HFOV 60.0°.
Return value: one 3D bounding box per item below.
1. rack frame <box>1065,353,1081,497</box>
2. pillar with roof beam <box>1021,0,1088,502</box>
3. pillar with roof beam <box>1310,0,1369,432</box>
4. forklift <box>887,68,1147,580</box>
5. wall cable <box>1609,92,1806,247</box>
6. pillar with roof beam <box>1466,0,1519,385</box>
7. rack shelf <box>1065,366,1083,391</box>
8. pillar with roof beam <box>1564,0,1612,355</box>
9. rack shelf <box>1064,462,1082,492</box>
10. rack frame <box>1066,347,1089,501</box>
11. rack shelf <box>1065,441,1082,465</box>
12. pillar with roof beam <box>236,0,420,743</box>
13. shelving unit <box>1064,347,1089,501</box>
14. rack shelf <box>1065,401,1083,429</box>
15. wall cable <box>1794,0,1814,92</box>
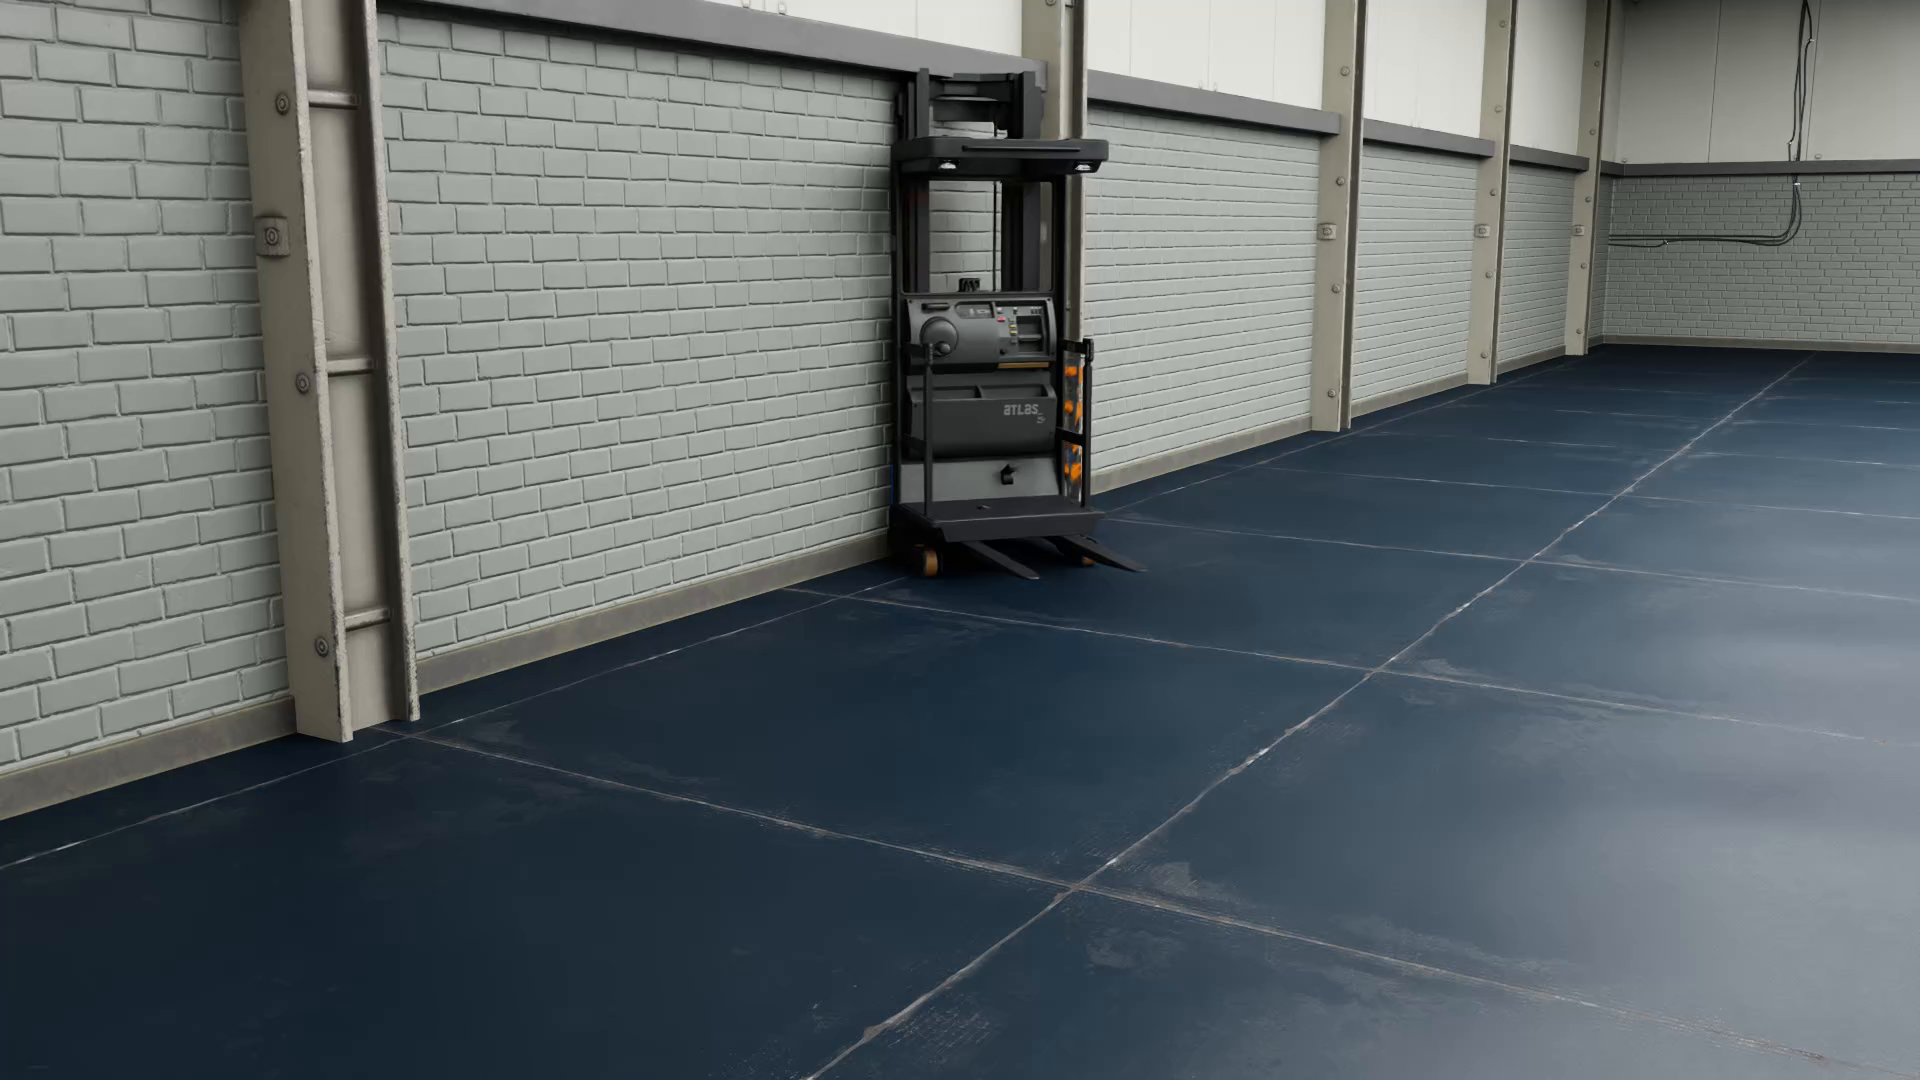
[{"bbox_3d":[0.633,-0.649,11.008,0.240,1.200,0.015,6,12,12],"label":"rack frame"},{"bbox_3d":[4.320,-4.199,8.841,9.100,9.000,0.400,6,12,31],"label":"pillar with roof beam"},{"bbox_3d":[7.435,-5.142,13.881,9.100,9.000,0.400,6,12,31],"label":"pillar with roof beam"},{"bbox_3d":[0.202,-1.305,9.873,1.130,2.935,3.031,-3,11,-18],"label":"forklift"},{"bbox_3d":[12.646,-6.251,28.245,3.097,2.526,0.112,6,12,31],"label":"wall cable"},{"bbox_3d":[10.550,-6.086,18.922,9.100,9.000,0.400,6,12,31],"label":"pillar with roof beam"},{"bbox_3d":[0.713,-1.079,11.158,0.258,0.148,0.480,6,12,12],"label":"rack shelf"},{"bbox_3d":[13.666,-7.029,23.962,9.100,9.000,0.400,6,12,31],"label":"pillar with roof beam"},{"bbox_3d":[0.670,-0.436,11.297,0.258,0.148,0.480,6,12,12],"label":"rack shelf"},{"bbox_3d":[0.741,-0.742,11.474,0.240,1.200,0.015,6,12,12],"label":"rack frame"},{"bbox_3d":[0.683,-0.630,11.255,0.258,0.148,0.480,6,12,12],"label":"rack shelf"},{"bbox_3d":[1.205,-3.255,3.801,9.100,9.000,0.400,6,12,31],"label":"pillar with roof beam"},{"bbox_3d":[0.687,-0.696,11.241,0.258,1.200,0.503,6,12,12],"label":"shelving unit"},{"bbox_3d":[0.697,-0.848,11.208,0.258,0.148,0.480,6,12,12],"label":"rack shelf"},{"bbox_3d":[14.958,-8.475,26.400,3.097,2.526,0.112,6,12,31],"label":"wall cable"}]
